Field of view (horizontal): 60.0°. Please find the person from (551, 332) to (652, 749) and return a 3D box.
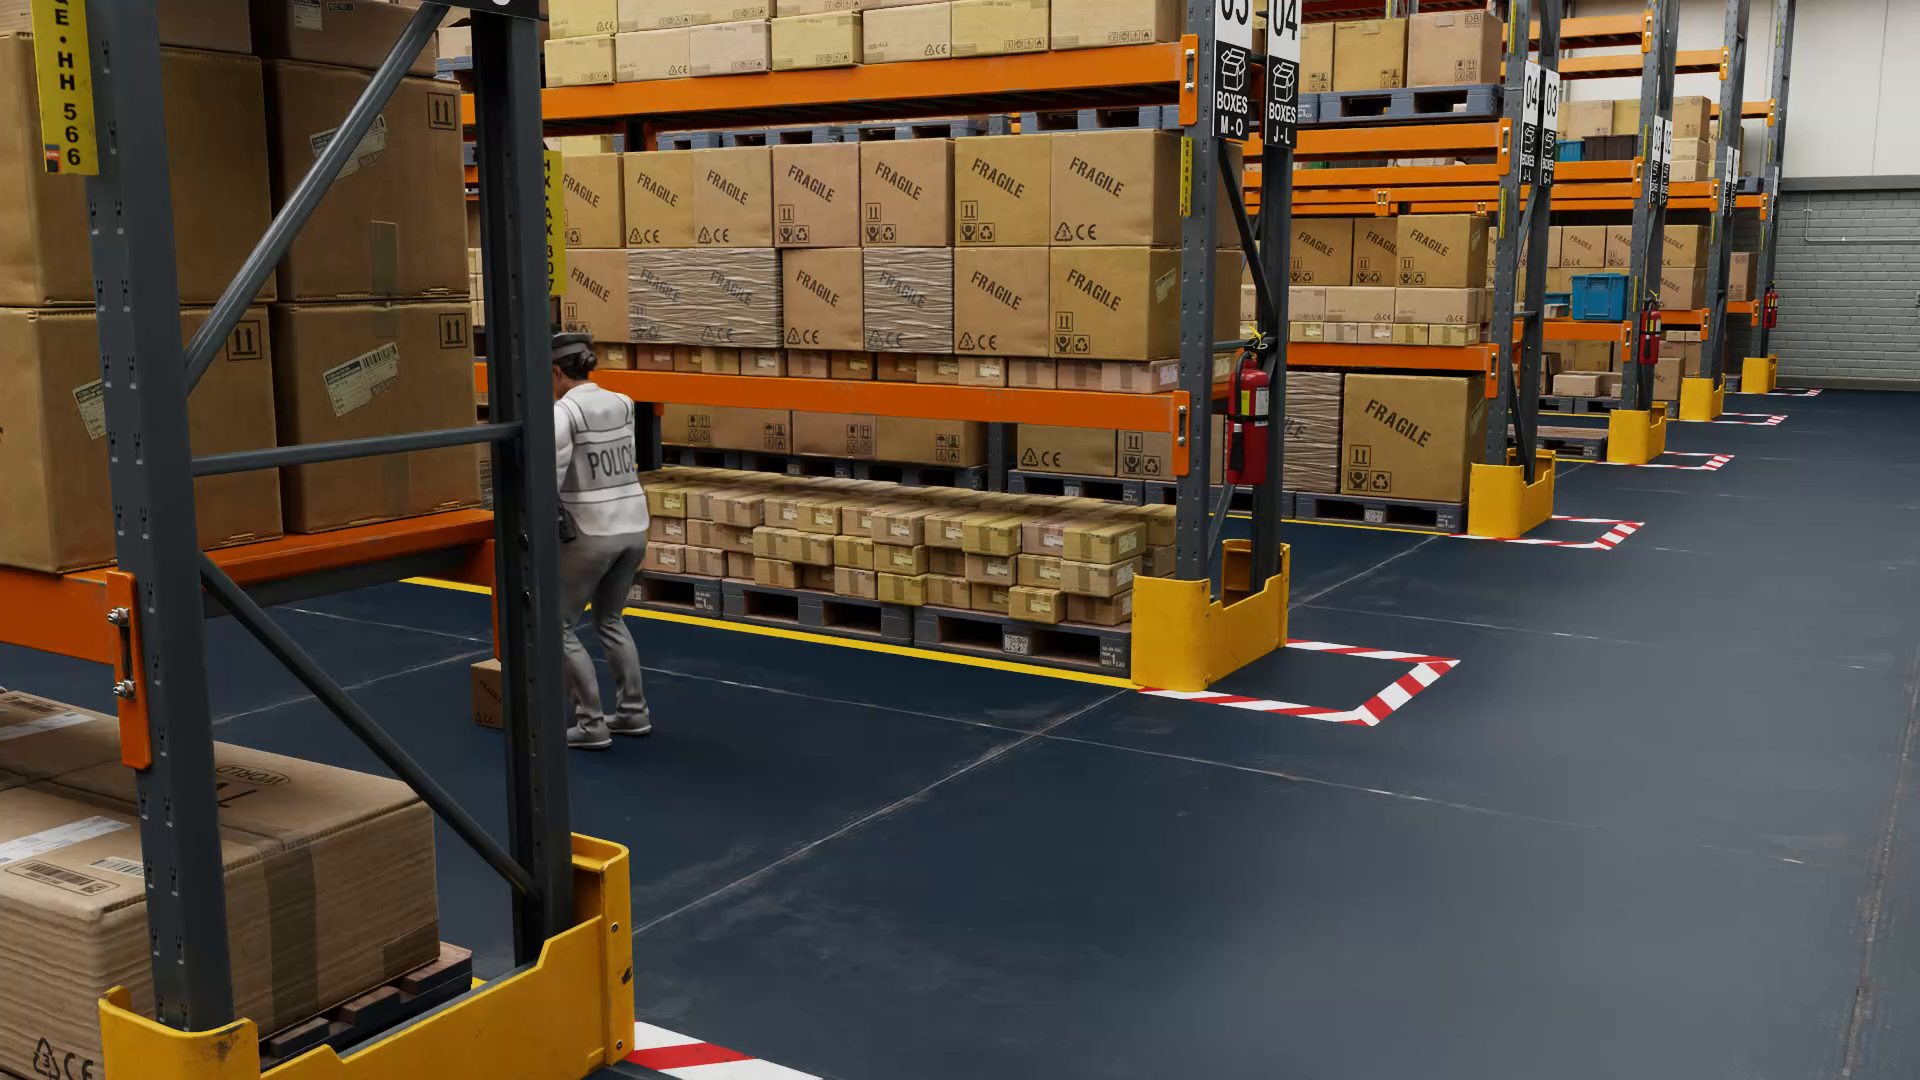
[{"bbox_3d":[-1.466,0.004,6.514,0.446,1.626,0.500,6,11,32],"label":"person"}]
